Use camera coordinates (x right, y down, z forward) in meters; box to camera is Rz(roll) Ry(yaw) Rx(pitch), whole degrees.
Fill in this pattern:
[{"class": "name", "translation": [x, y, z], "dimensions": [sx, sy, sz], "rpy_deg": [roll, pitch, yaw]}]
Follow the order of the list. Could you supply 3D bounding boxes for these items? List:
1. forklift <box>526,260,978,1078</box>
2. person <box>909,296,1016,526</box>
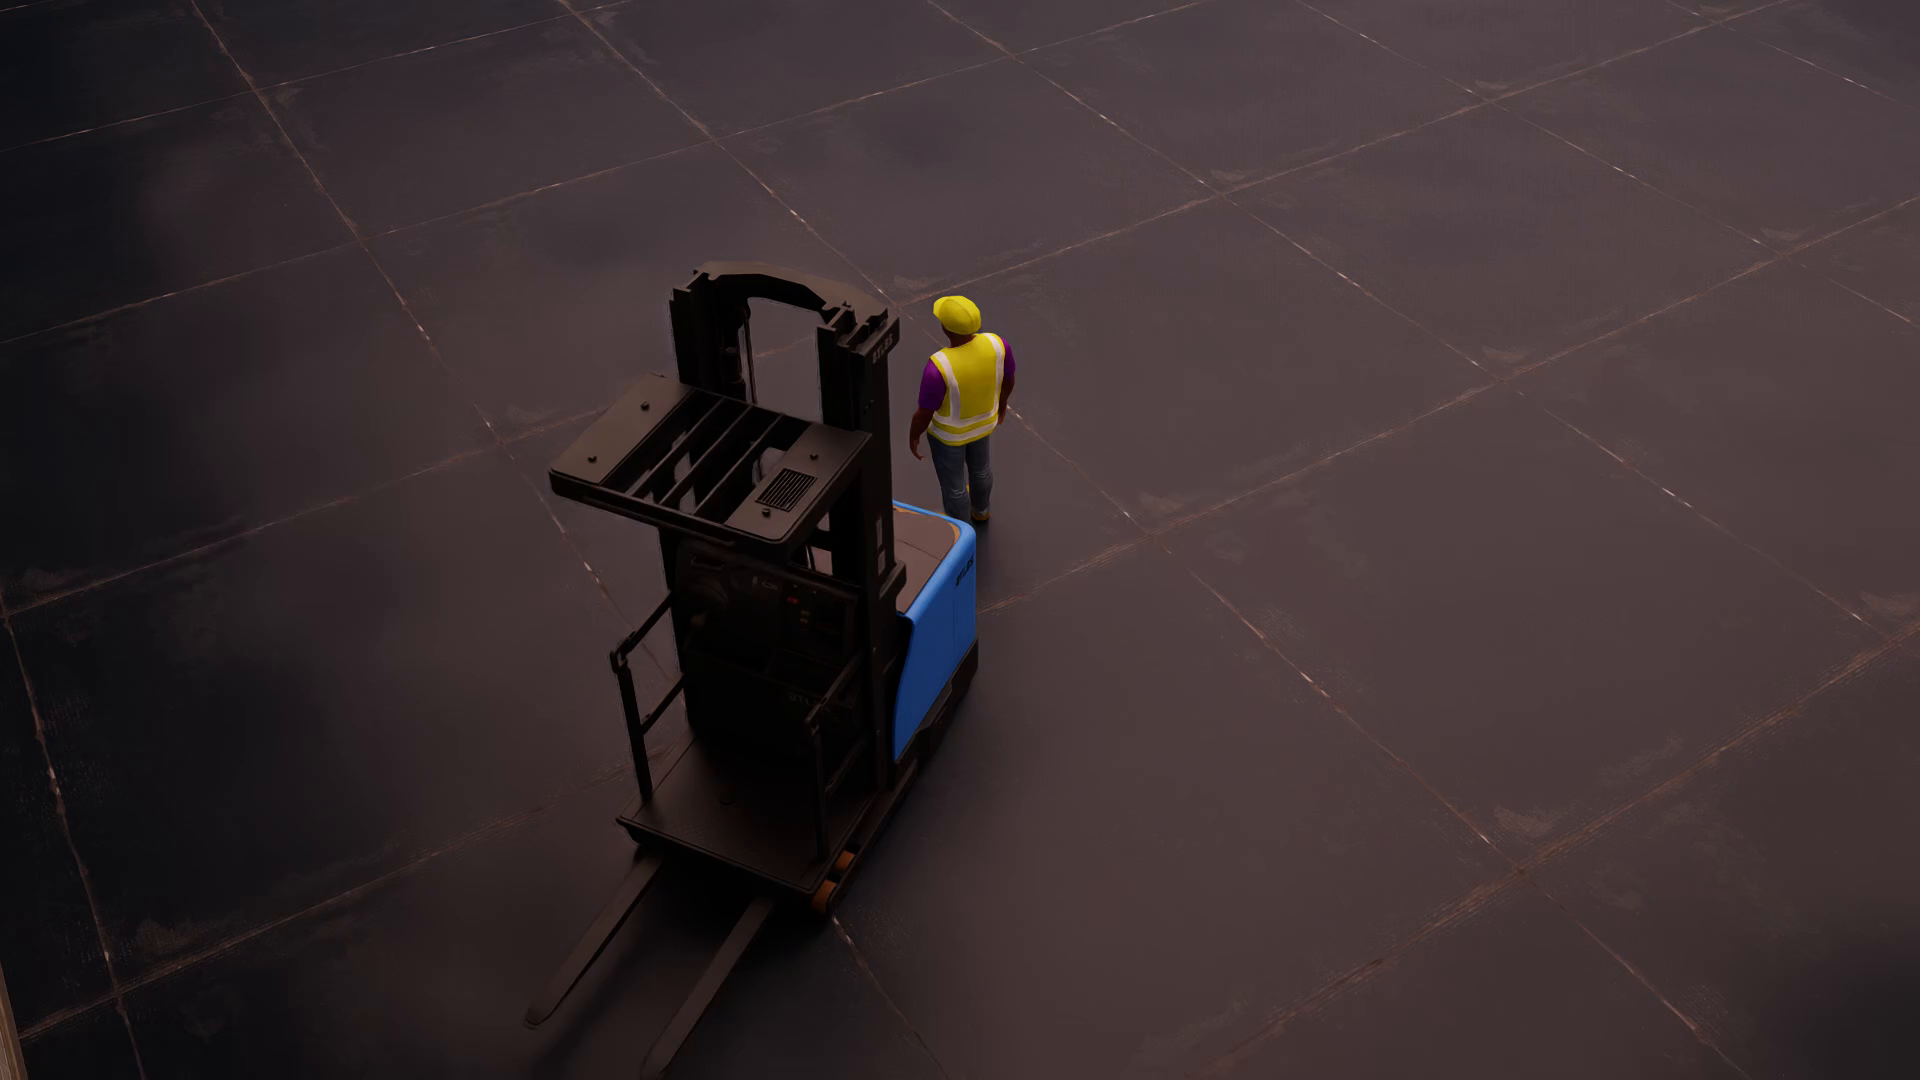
[{"class": "forklift", "translation": [-0.978, 0.372, 7.446], "dimensions": [1.130, 2.935, 3.031], "rpy_deg": [17, 44, 18]}, {"class": "person", "translation": [-0.034, -0.709, 9.562], "dimensions": [0.665, 1.763, 0.574], "rpy_deg": [-23, 46, -24]}]
